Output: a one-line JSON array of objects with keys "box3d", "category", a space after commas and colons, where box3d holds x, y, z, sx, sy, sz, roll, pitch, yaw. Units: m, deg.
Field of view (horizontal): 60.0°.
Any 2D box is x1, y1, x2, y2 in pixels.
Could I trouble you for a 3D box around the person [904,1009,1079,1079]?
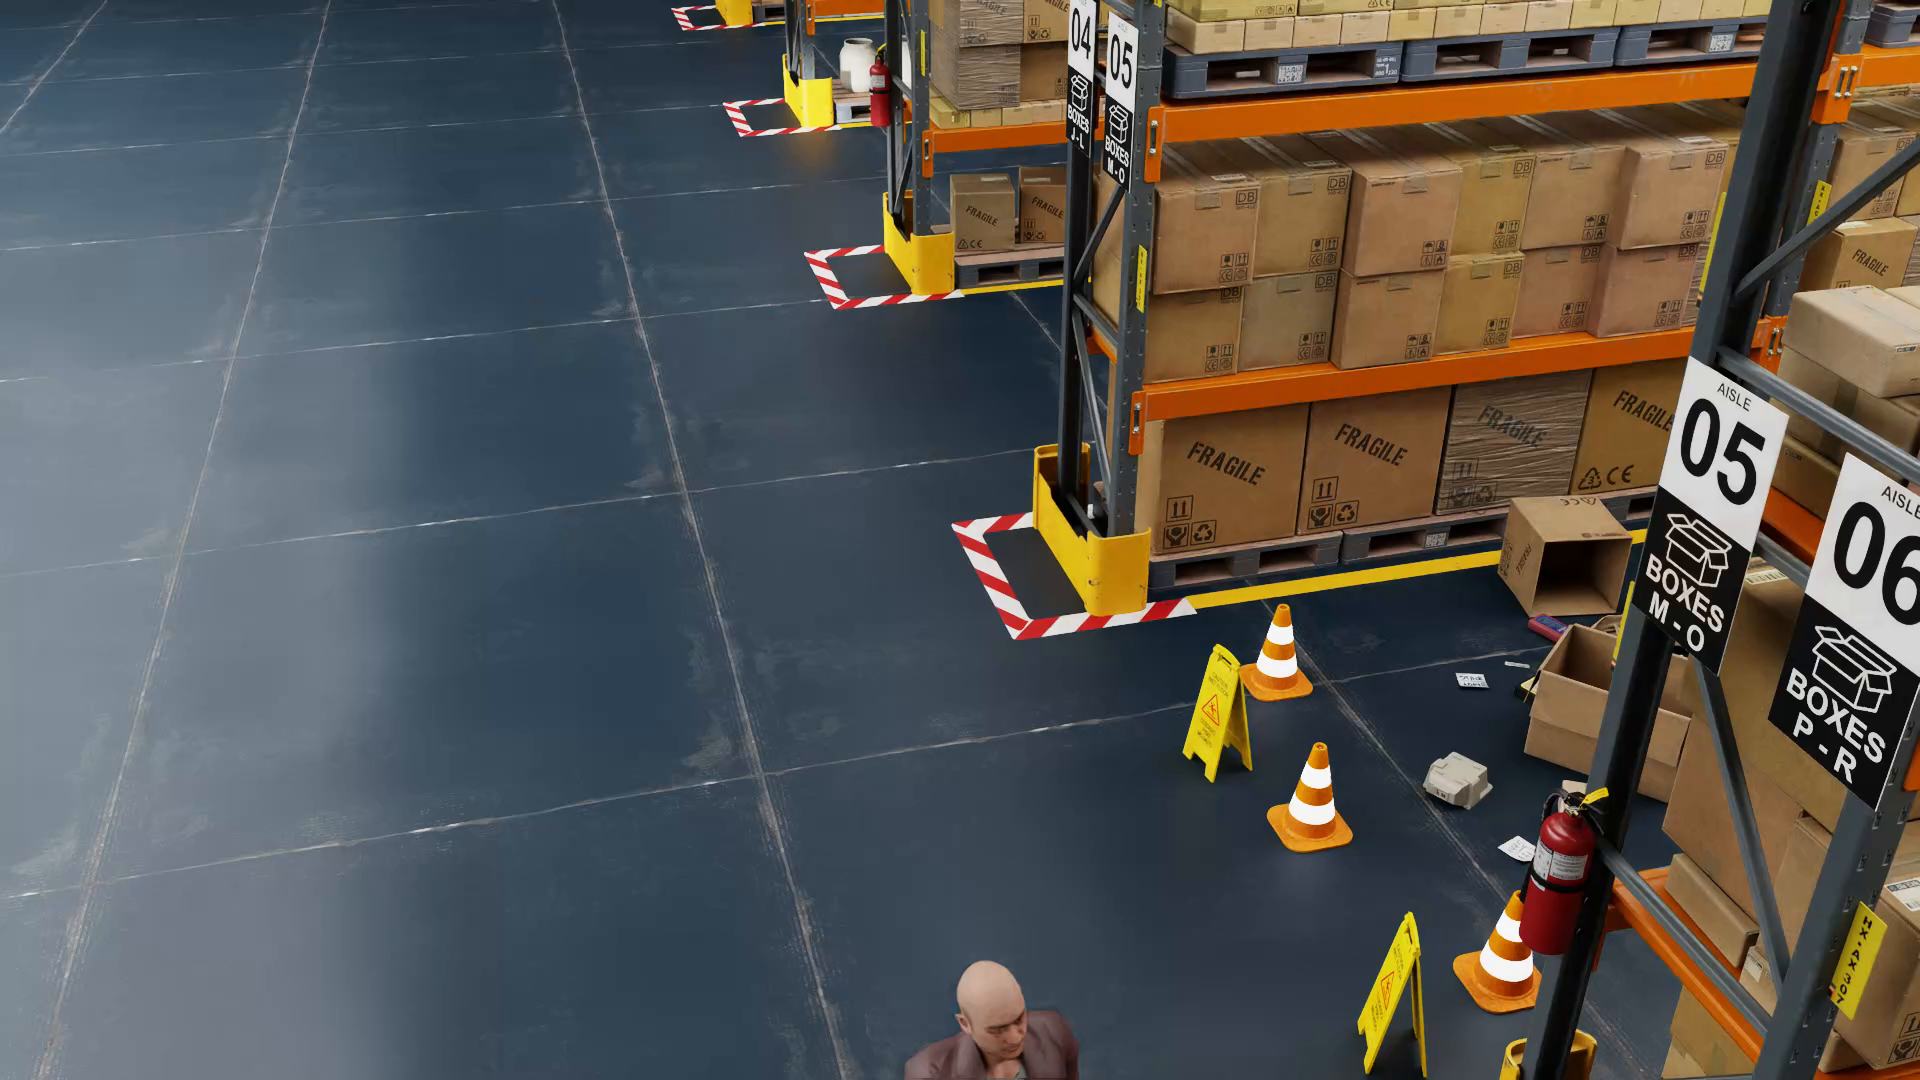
[{"box3d": [0.109, 2.028, 4.883, 0.595, 1.567, 0.527, -11, 32, -19], "category": "person"}]
